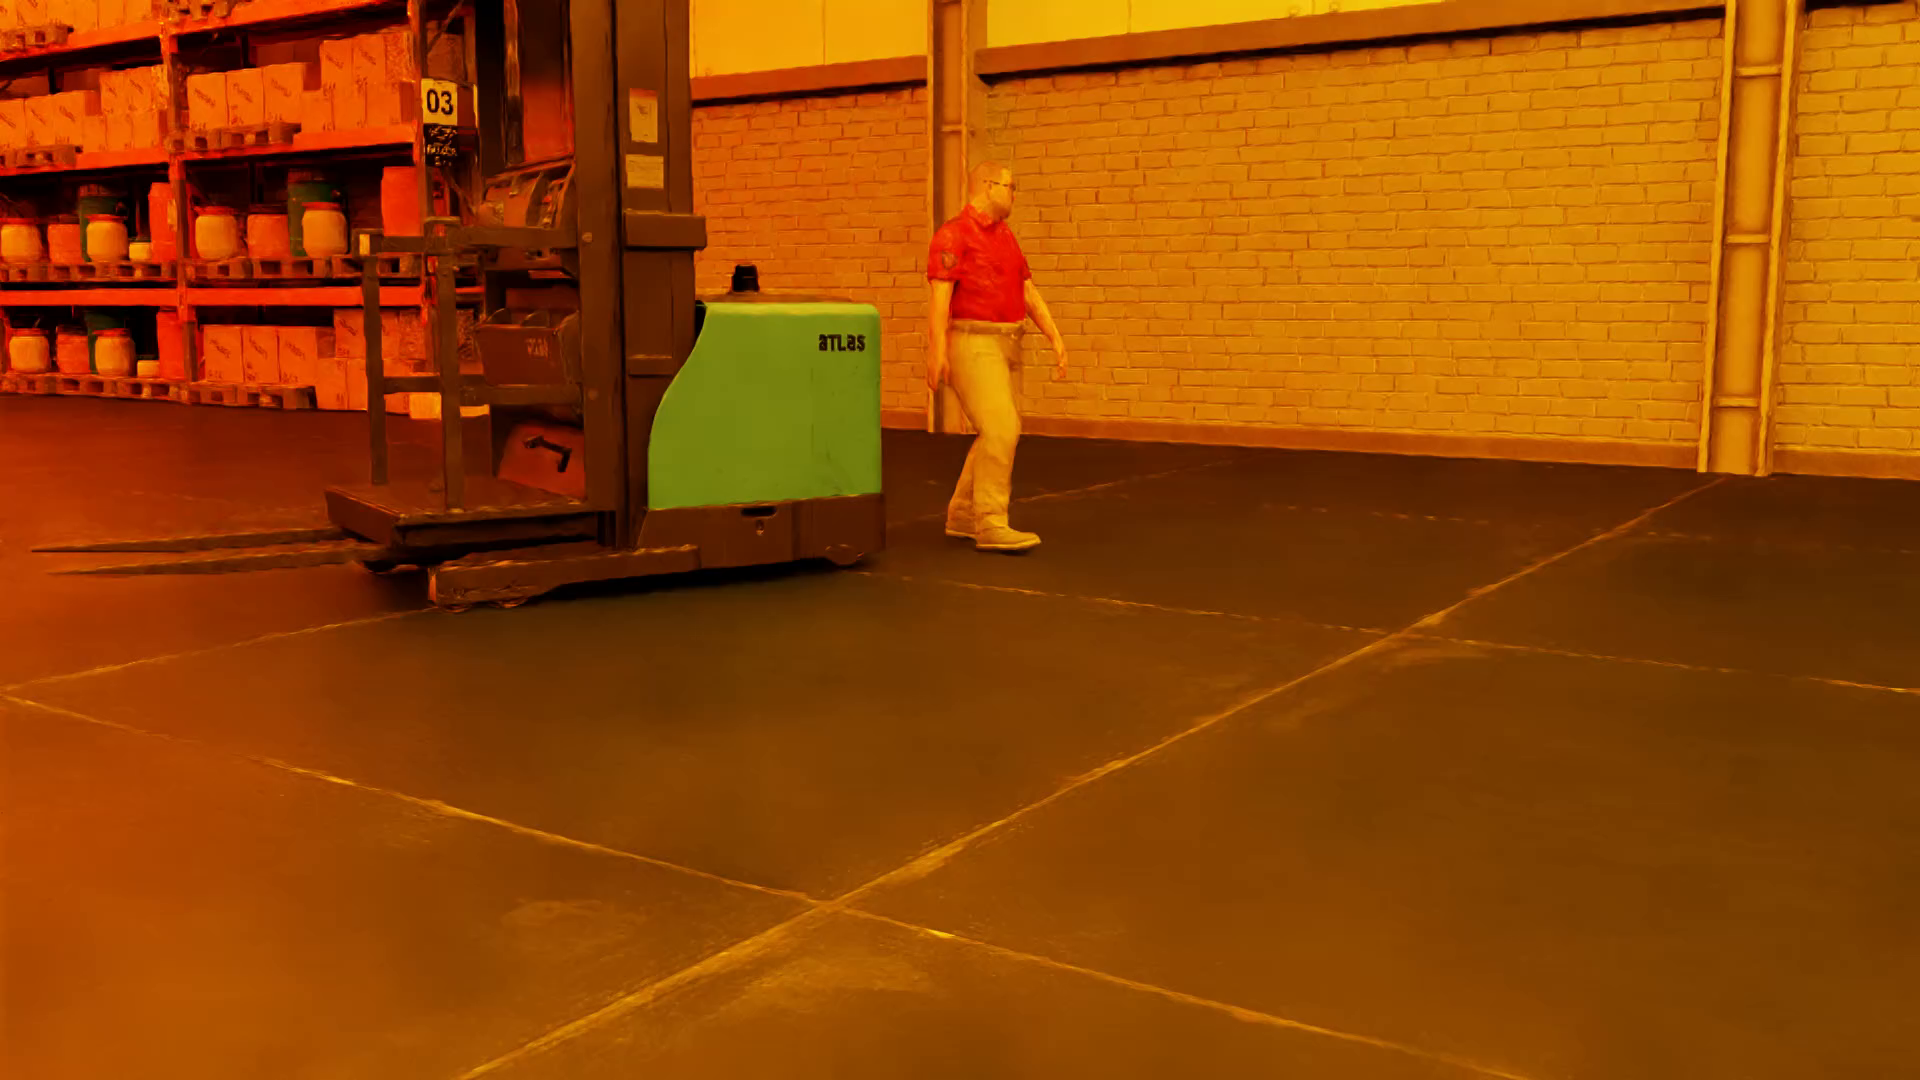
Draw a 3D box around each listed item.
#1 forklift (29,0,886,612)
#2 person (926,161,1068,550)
[{"bbox_3d":[-1.817,-1.282,6.206,3.031,2.935,1.130,-5,10,-33],"label":"forklift"},{"bbox_3d":[0.178,-0.822,7.380,0.649,1.696,0.670,5,9,31],"label":"person"}]
